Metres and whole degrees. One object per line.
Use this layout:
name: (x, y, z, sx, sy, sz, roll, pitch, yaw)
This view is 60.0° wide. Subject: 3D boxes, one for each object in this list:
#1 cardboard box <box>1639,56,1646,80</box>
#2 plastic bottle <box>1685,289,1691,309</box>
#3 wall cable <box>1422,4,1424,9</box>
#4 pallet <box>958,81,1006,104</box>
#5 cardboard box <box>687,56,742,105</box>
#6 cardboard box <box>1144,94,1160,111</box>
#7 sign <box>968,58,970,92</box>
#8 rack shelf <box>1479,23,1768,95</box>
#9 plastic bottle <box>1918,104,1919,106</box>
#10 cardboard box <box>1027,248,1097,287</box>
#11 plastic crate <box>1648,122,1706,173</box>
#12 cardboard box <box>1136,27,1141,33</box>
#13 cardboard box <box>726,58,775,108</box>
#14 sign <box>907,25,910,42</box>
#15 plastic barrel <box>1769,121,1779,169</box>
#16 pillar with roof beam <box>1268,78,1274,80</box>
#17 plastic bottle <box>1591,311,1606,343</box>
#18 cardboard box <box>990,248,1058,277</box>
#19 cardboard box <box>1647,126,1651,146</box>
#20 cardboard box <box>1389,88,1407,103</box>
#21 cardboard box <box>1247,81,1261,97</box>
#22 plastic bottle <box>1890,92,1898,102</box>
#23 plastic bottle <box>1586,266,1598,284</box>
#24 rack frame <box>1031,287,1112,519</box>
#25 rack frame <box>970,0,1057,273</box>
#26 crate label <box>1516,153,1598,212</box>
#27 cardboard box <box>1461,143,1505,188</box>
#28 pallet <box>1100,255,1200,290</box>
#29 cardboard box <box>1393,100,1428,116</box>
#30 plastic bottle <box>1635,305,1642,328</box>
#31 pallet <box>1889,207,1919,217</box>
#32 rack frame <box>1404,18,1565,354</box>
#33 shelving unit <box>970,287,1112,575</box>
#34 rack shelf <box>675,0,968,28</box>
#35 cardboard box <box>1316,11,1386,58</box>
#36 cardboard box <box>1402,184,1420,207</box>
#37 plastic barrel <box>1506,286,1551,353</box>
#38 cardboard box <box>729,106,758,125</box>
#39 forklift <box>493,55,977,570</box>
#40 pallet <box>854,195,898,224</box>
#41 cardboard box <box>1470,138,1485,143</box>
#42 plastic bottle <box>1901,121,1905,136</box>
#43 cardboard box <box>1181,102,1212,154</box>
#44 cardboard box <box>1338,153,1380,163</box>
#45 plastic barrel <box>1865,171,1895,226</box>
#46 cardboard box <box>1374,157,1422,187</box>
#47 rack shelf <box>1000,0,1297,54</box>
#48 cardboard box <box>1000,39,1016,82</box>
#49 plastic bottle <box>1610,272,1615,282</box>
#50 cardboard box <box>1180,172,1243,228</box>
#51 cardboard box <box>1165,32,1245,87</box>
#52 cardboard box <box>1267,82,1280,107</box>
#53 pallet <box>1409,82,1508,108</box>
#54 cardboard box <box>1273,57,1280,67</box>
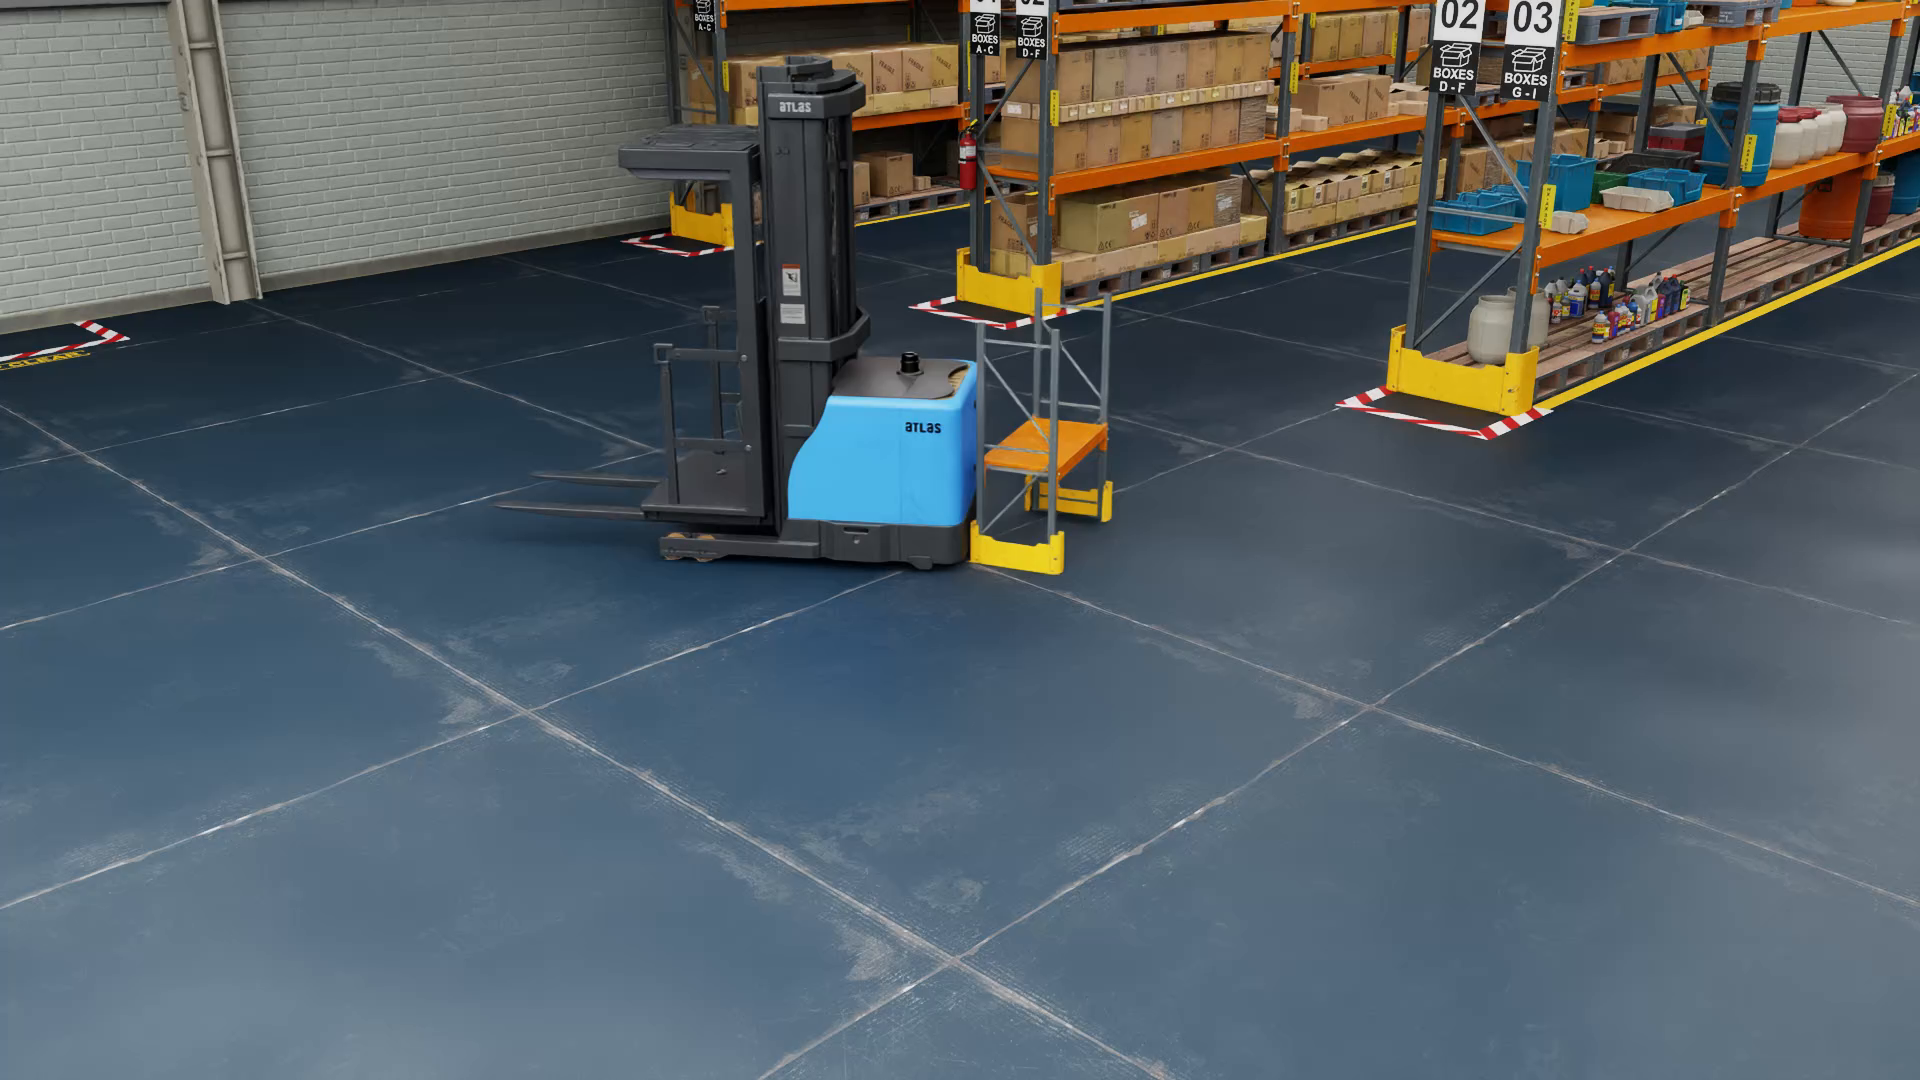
cardboard box: (10.124, -7.222, 25.043, 0.500, 0.500, 0.500, 19, 28, 40)
plastic bottle: (6.804, -2.283, 15.620, 0.097, 0.201, 0.097, 0, 21, 0)
wall cable: (8.322, -10.159, 31.409, 0.084, 1.984, 1.851, 19, 28, 41)
pallet: (0.373, -6.105, 22.544, 1.003, 0.211, 1.213, 19, 28, 41)
cardboard box: (-2.879, -5.470, 19.761, 0.500, 0.500, 0.500, 19, 28, 40)
cardboard box: (1.822, -4.495, 17.045, 0.380, 0.149, 0.250, 19, 28, 40)
sign: (0.117, -4.558, 16.307, 0.100, 0.325, 0.005, 19, 28, 41)
rack shelf: (5.438, -4.105, 13.895, 1.077, 0.370, 4.000, 19, 28, 41)
plastic bottle: (11.239, -4.987, 19.437, 0.144, 0.351, 0.185, 19, 28, 41)
cardboard box: (1.030, -2.762, 16.827, 0.500, 0.250, 0.500, 19, 28, 41)
plastic crate: (6.952, -3.786, 16.154, 0.402, 0.464, 0.583, 19, 28, 41)
cardboard box: (2.656, -7.789, 25.031, 0.500, 0.250, 0.500, -19, 28, -41)
cardboard box: (-2.507, -5.343, 19.430, 0.500, 0.500, 0.500, 19, 28, 41)
sign: (-0.665, -6.713, 22.245, 0.100, 0.325, 0.005, 19, 28, 41)
plastic barrel: (7.658, -3.809, 16.115, 0.433, 0.535, 0.433, 0, 21, 0)
pillar with roof beam: (8.269, -10.210, 24.595, 9.100, 9.000, 0.400, 19, 28, 41)
plastic bottle: (5.531, -1.846, 14.387, 0.097, 0.271, 0.097, 0, 21, 0)
cardboard box: (0.659, -2.892, 17.164, 0.500, 0.250, 0.500, 19, 28, 41)
cardboard box: (10.771, -6.364, 26.170, 0.500, 0.250, 0.500, 19, 28, 41)
cardboard box: (5.315, -5.601, 21.089, 0.500, 0.311, 0.500, 19, 28, 40)
cardboard box: (3.077, -4.958, 18.250, 0.380, 0.149, 0.250, 19, 28, 40)
plastic bottle: (11.563, -5.436, 20.708, 0.152, 0.276, 0.135, 19, 28, 41)
plastic bottle: (5.973, -2.420, 15.769, 0.185, 0.351, 0.144, -19, 28, -41)
rack frame: (0.714, -0.873, 10.755, 0.500, 1.500, 0.032, 8, 22, 20)
rack frame: (0.497, -3.767, 16.195, 1.000, 3.000, 0.127, 19, 28, 41)
crate label: (5.133, -3.084, 14.368, 0.502, 0.435, 0.616, 19, 28, 41)
cardboard box: (6.961, -5.044, 22.387, 0.500, 0.500, 0.500, 18, 27, 39)
pallet: (1.851, -2.985, 18.046, 1.003, 0.211, 1.213, 19, 28, 41)
cardboard box: (5.648, -5.406, 20.809, 0.380, 0.149, 0.250, 19, 28, 41)
plastic bottle: (6.052, -2.006, 14.900, 0.097, 0.201, 0.097, 0, 21, 0)
pallet: (11.846, -4.122, 21.004, 1.003, 0.211, 1.213, 19, 28, 41)
rack frame: (4.043, -2.527, 12.967, 1.000, 3.000, 0.127, 19, 28, 41)
shelving unit: (0.529, -0.707, 10.322, 0.587, 1.500, 1.083, 8, 22, 20)
rack shelf: (-1.660, -6.585, 20.347, 1.077, 0.370, 4.000, 19, 28, 41)
cardboard box: (6.720, -8.742, 28.719, 0.980, 0.700, 0.700, 18, 27, 38)
cardboard box: (5.528, -4.407, 21.105, 0.500, 0.250, 0.500, 19, 28, 40)
plastic barrel: (4.797, -1.878, 14.163, 0.421, 0.512, 0.421, 0, 21, 0)
cardboard box: (-2.487, -4.991, 19.561, 0.500, 0.250, 0.500, 18, 28, 39)
forklift: (-1.409, -1.415, 10.170, 3.031, 2.935, 1.130, 3, 21, 8)
pallet: (-1.559, -4.236, 21.301, 1.003, 0.211, 1.213, 19, 28, 41)
cardboard box: (6.923, -5.294, 23.039, 0.500, 0.500, 0.500, 18, 27, 39)
plastic bottle: (10.674, -4.697, 18.890, 0.097, 0.201, 0.097, 0, 21, 0)
cardboard box: (2.266, -4.461, 17.861, 0.500, 0.500, 0.700, -20, 28, -41)
cardboard box: (5.141, -4.800, 21.347, 0.500, 0.311, 0.500, 18, 28, 39)
plastic barrel: (10.741, -4.074, 19.768, 0.600, 0.588, 0.708, 19, 28, 41)
cardboard box: (5.531, -4.666, 21.000, 0.500, 0.311, 0.500, 19, 28, 40)
rack shelf: (1.892, -5.346, 17.123, 1.077, 0.370, 4.000, 19, 28, 41)
cardboard box: (0.510, -6.550, 22.684, 0.500, 0.500, 0.700, -17, 27, -37)
plastic bottle: (6.168, -2.404, 15.820, 0.061, 0.283, 0.133, 19, 28, 41)
cardboard box: (2.763, -3.759, 18.374, 0.500, 0.500, 0.500, 19, 28, 41)
cardboard box: (2.630, -5.202, 17.980, 0.700, 0.500, 0.500, 19, 28, 41)
cardboard box: (4.956, -7.084, 27.234, 0.750, 0.750, 0.750, 20, 28, 41)
pallet: (6.500, -5.926, 22.079, 1.213, 0.211, 1.003, 19, 28, 41)
cardboard box: (4.911, -7.699, 26.747, 0.250, 0.149, 0.380, -19, 28, -40)
